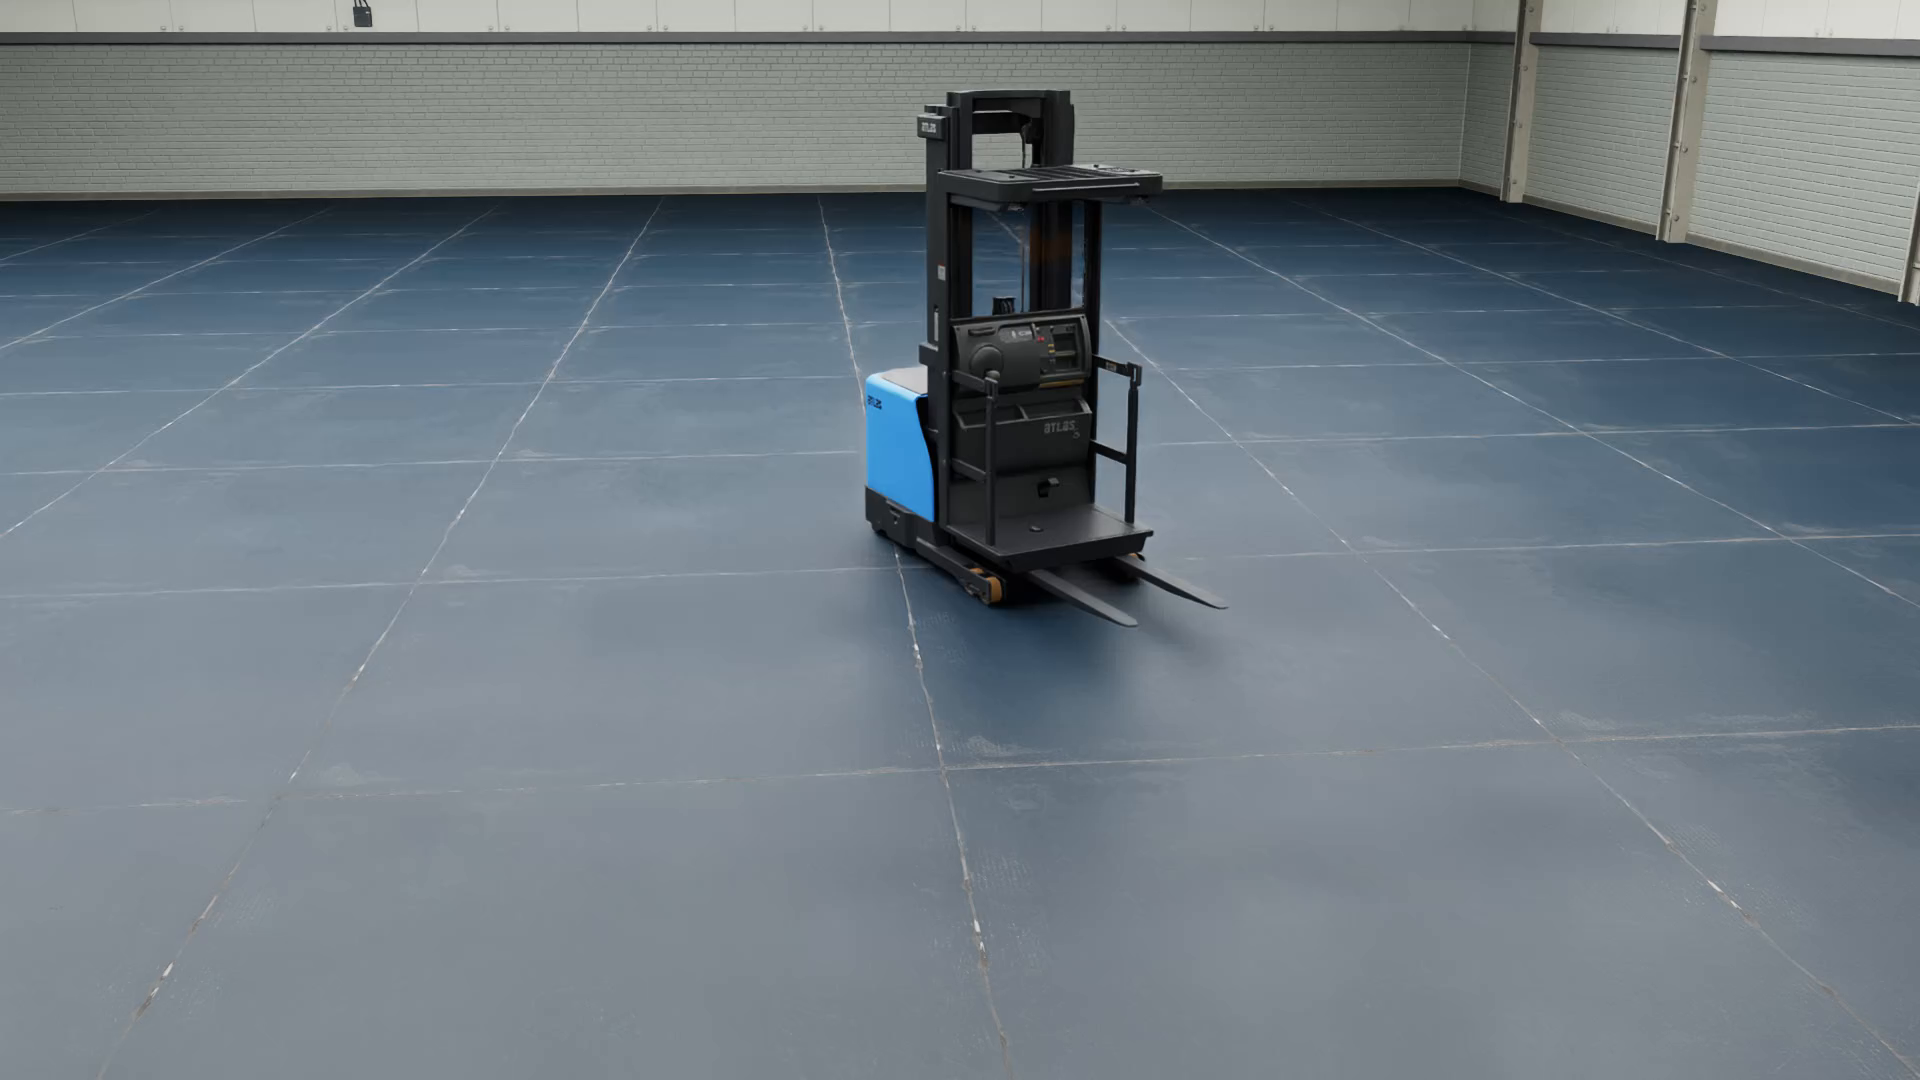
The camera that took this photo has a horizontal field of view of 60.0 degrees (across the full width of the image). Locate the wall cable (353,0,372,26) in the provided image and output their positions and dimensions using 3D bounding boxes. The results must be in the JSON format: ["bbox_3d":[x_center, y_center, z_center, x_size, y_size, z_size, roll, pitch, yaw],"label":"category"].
[{"bbox_3d":[-10.315,-12.636,30.725,2.305,6.003,0.169,-2,18,-6],"label":"wall cable"}]

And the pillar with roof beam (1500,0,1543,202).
[{"bbox_3d":[6.279,-10.646,30.065,9.100,9.000,0.400,-2,18,-6],"label":"pillar with roof beam"}]

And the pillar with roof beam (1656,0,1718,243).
[{"bbox_3d":[6.898,-8.859,24.371,9.100,9.000,0.400,-2,18,-6],"label":"pillar with roof beam"}]

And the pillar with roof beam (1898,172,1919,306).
[{"bbox_3d":[7.517,-7.071,18.677,9.100,9.000,0.400,-2,18,-6],"label":"pillar with roof beam"}]

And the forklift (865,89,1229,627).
[{"bbox_3d":[0.491,-1.167,10.001,1.130,2.935,3.031,-9,20,-27],"label":"forklift"}]
